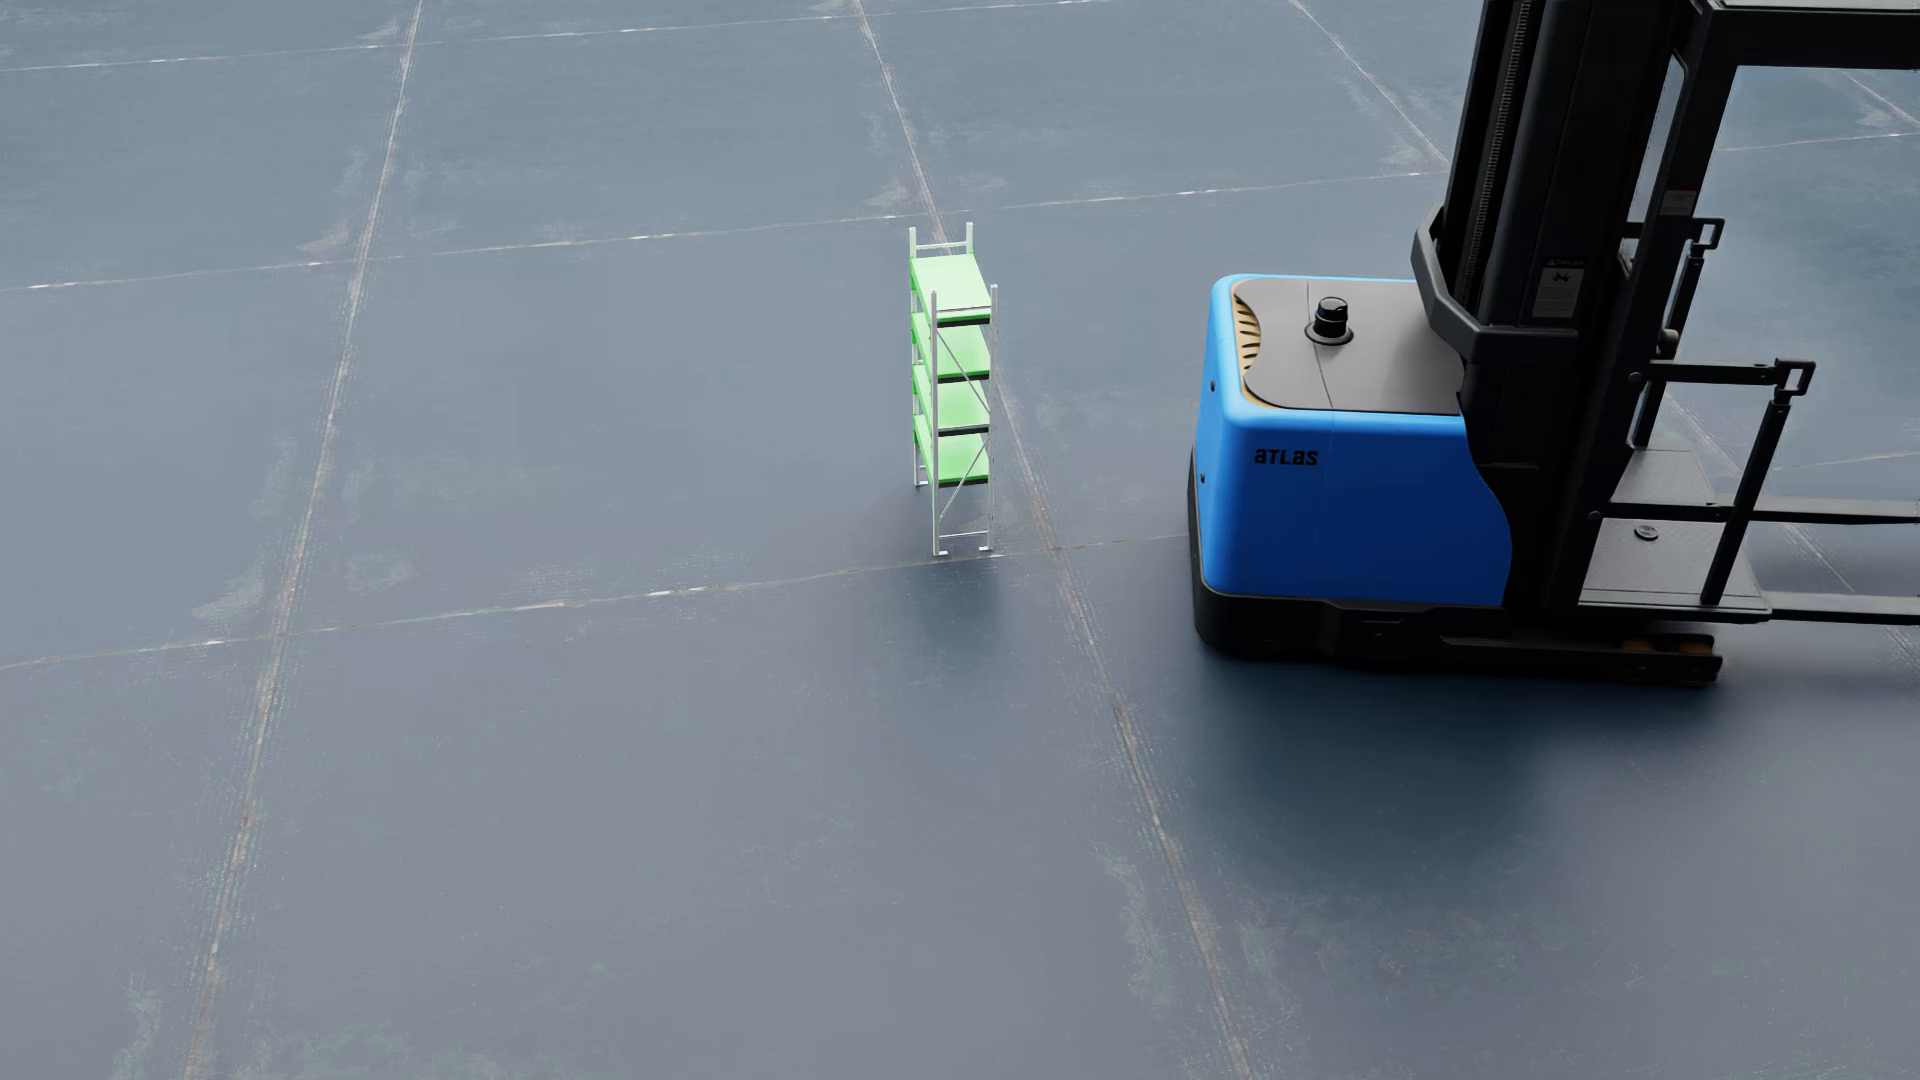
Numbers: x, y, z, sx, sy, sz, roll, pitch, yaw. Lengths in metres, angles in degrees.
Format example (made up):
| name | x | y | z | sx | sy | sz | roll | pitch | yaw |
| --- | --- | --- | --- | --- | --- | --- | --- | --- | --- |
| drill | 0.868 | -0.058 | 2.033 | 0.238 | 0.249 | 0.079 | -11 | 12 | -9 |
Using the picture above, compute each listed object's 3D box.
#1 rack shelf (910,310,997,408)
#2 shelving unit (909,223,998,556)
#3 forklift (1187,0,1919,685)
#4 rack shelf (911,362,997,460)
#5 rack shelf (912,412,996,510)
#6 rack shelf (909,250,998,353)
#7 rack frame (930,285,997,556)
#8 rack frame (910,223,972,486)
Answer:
| name | x | y | z | sx | sy | sz | roll | pitch | yaw |
| --- | --- | --- | --- | --- | --- | --- | --- | --- | --- |
| rack shelf | -0.029 | -0.713 | 6.403 | 0.258 | 0.148 | 0.480 | -6 | 38 | -8 |
| shelving unit | -0.029 | -0.574 | 6.511 | 0.258 | 1.200 | 0.503 | -6 | 38 | -8 |
| forklift | 2.420 | -0.967 | 5.606 | 3.031 | 2.935 | 1.130 | 3 | 38 | 3 |
| rack shelf | -0.029 | -0.523 | 6.550 | 0.258 | 0.148 | 0.480 | -6 | 38 | -8 |
| rack shelf | -0.029 | -0.334 | 6.697 | 0.258 | 0.148 | 0.480 | -6 | 38 | -8 |
| rack shelf | -0.029 | -0.902 | 6.255 | 0.258 | 0.148 | 0.480 | -6 | 38 | -8 |
| rack frame | 0.014 | -0.426 | 6.321 | 0.240 | 1.200 | 0.015 | -6 | 38 | -8 |
| rack frame | -0.072 | -0.721 | 6.700 | 0.240 | 1.200 | 0.015 | -6 | 38 | -8 |
